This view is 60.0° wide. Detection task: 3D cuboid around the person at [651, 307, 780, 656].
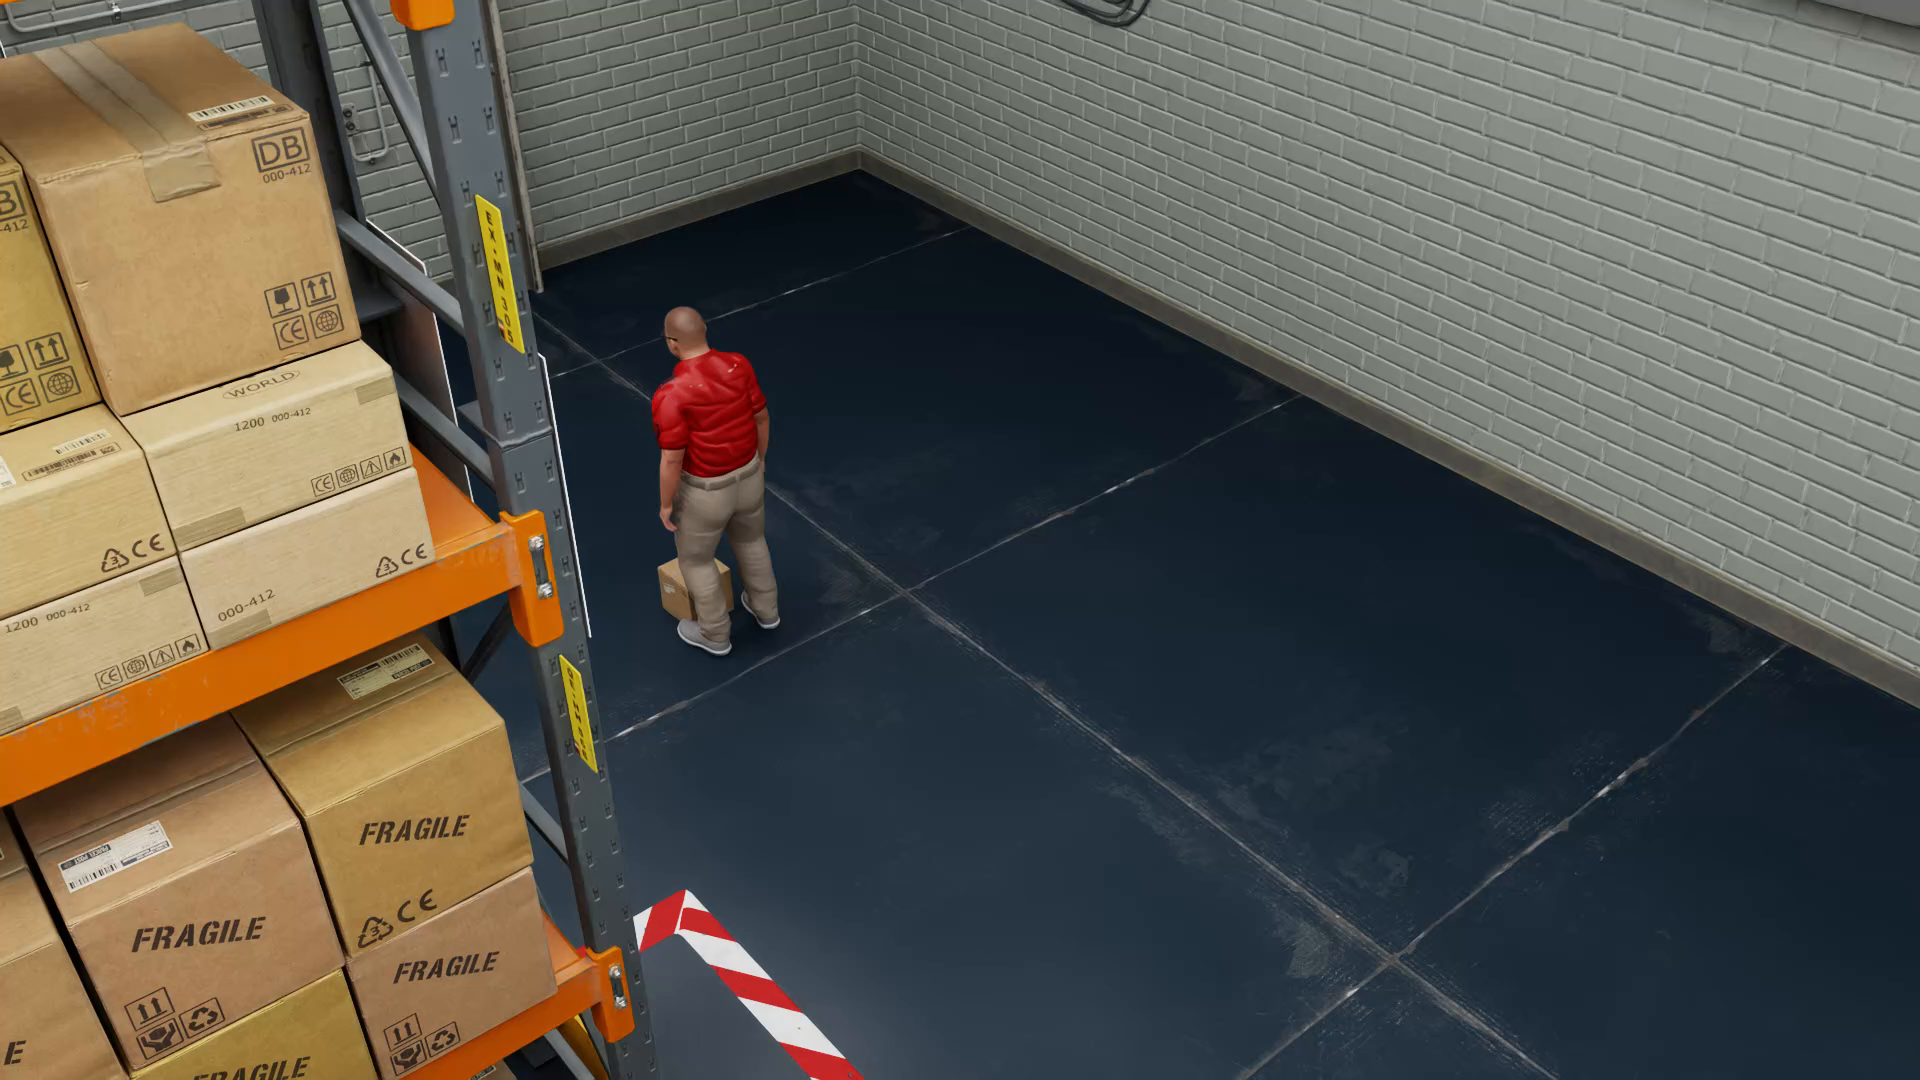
[{"bbox_3d":[-1.100,-0.255,7.447,0.594,1.725,0.393,-29,45,-34],"label":"person"}]
